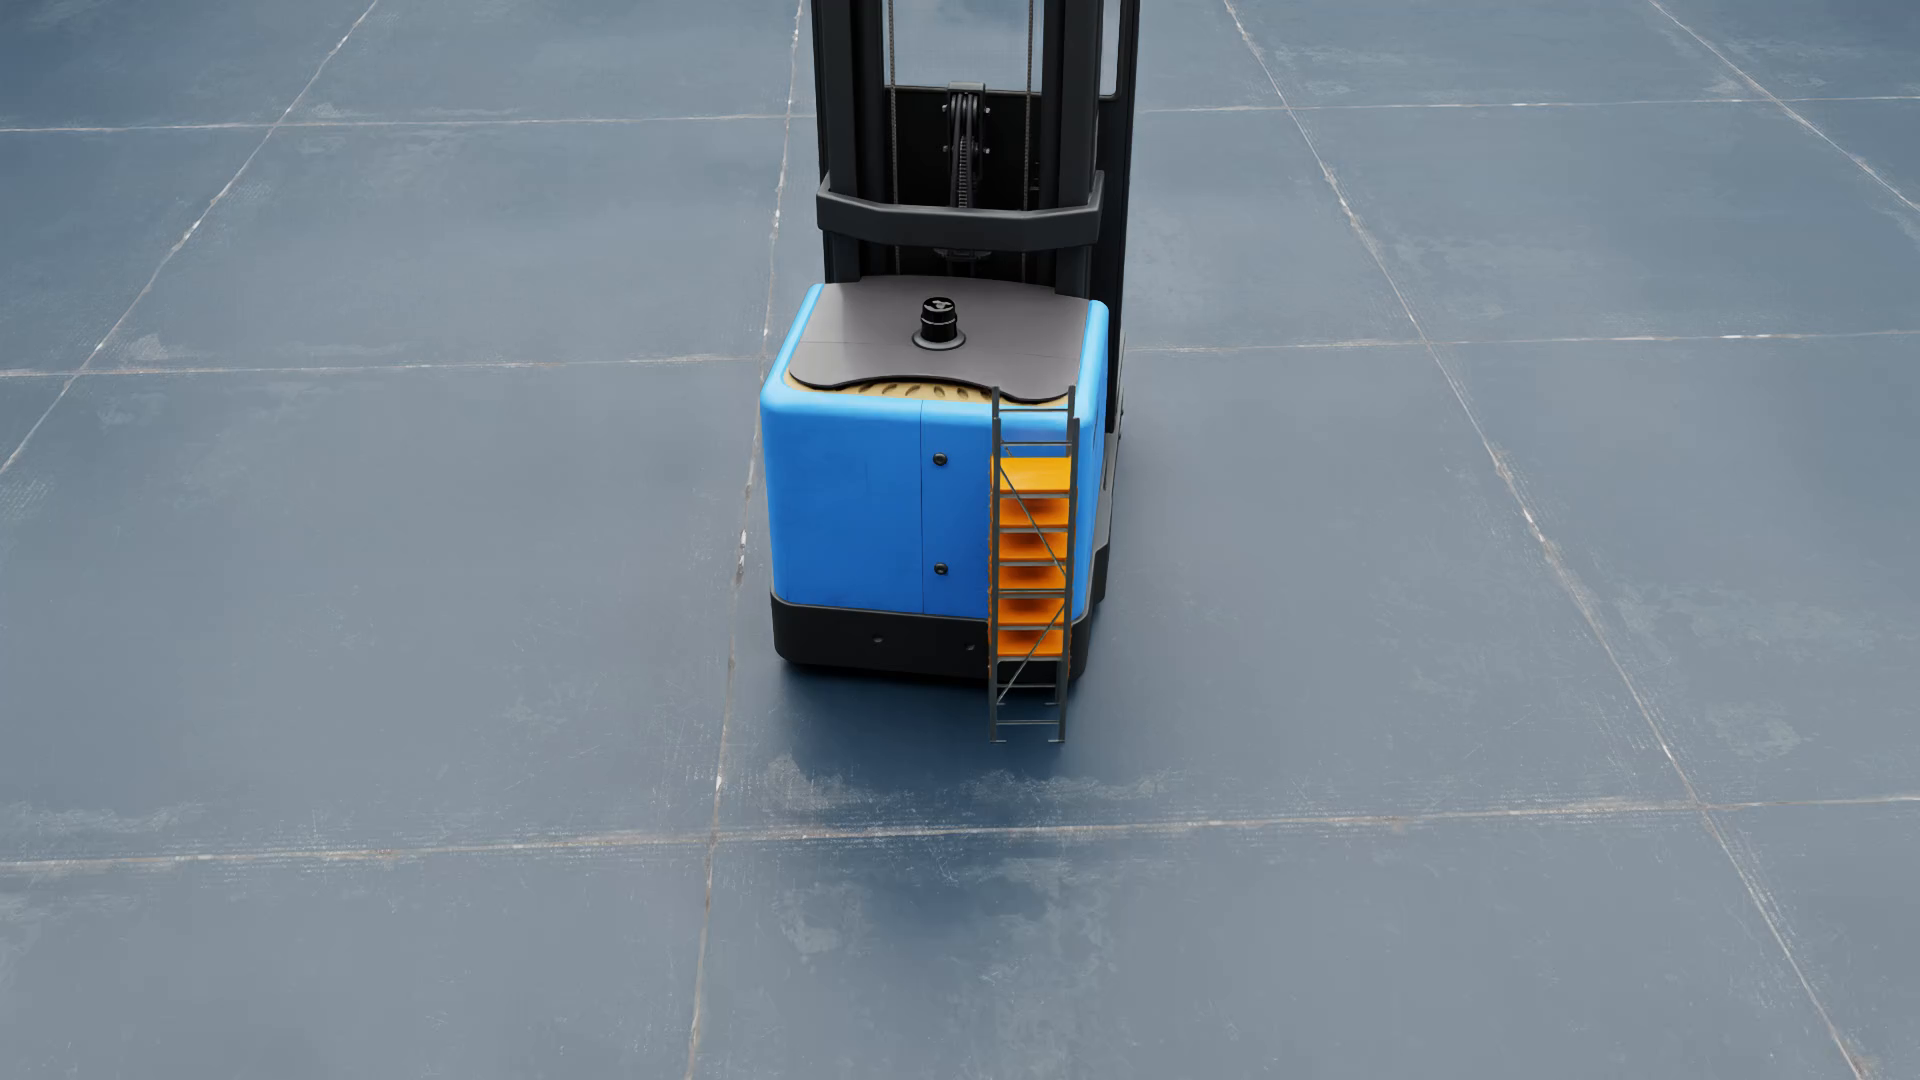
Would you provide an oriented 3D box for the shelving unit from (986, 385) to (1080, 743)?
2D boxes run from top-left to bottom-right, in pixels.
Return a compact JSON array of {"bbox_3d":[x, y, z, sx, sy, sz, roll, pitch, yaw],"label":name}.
[{"bbox_3d":[0.214,0.101,5.050,0.258,1.200,0.189,0,35,-1],"label":"shelving unit"}]

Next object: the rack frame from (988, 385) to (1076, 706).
[{"bbox_3d":[0.213,0.049,5.125,0.240,1.200,0.006,0,35,-1],"label":"rack frame"}]

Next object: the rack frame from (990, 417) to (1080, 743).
[{"bbox_3d":[0.215,0.153,4.974,0.240,1.200,0.006,0,35,-1],"label":"rack frame"}]

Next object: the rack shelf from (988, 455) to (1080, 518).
[{"bbox_3d":[0.214,-0.158,4.870,0.258,0.103,0.180,0,35,-1],"label":"rack shelf"}]

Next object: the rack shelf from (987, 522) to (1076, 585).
[{"bbox_3d":[0.214,0.039,5.007,0.258,0.103,0.180,0,35,-1],"label":"rack shelf"}]

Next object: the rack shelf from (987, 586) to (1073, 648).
[{"bbox_3d":[0.214,0.236,5.143,0.258,0.103,0.180,0,35,-1],"label":"rack shelf"}]

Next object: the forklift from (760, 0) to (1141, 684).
[{"bbox_3d":[0.084,-1.558,5.925,1.130,2.935,3.031,4,35,6],"label":"forklift"}]

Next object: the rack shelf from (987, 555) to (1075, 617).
[{"bbox_3d":[0.214,0.138,5.075,0.258,0.103,0.180,0,35,-1],"label":"rack shelf"}]

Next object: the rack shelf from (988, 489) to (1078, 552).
[{"bbox_3d":[0.214,-0.060,4.938,0.258,0.103,0.180,0,35,-1],"label":"rack shelf"}]

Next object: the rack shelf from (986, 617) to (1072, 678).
[{"bbox_3d":[0.214,0.335,5.211,0.258,0.103,0.180,0,35,-1],"label":"rack shelf"}]
